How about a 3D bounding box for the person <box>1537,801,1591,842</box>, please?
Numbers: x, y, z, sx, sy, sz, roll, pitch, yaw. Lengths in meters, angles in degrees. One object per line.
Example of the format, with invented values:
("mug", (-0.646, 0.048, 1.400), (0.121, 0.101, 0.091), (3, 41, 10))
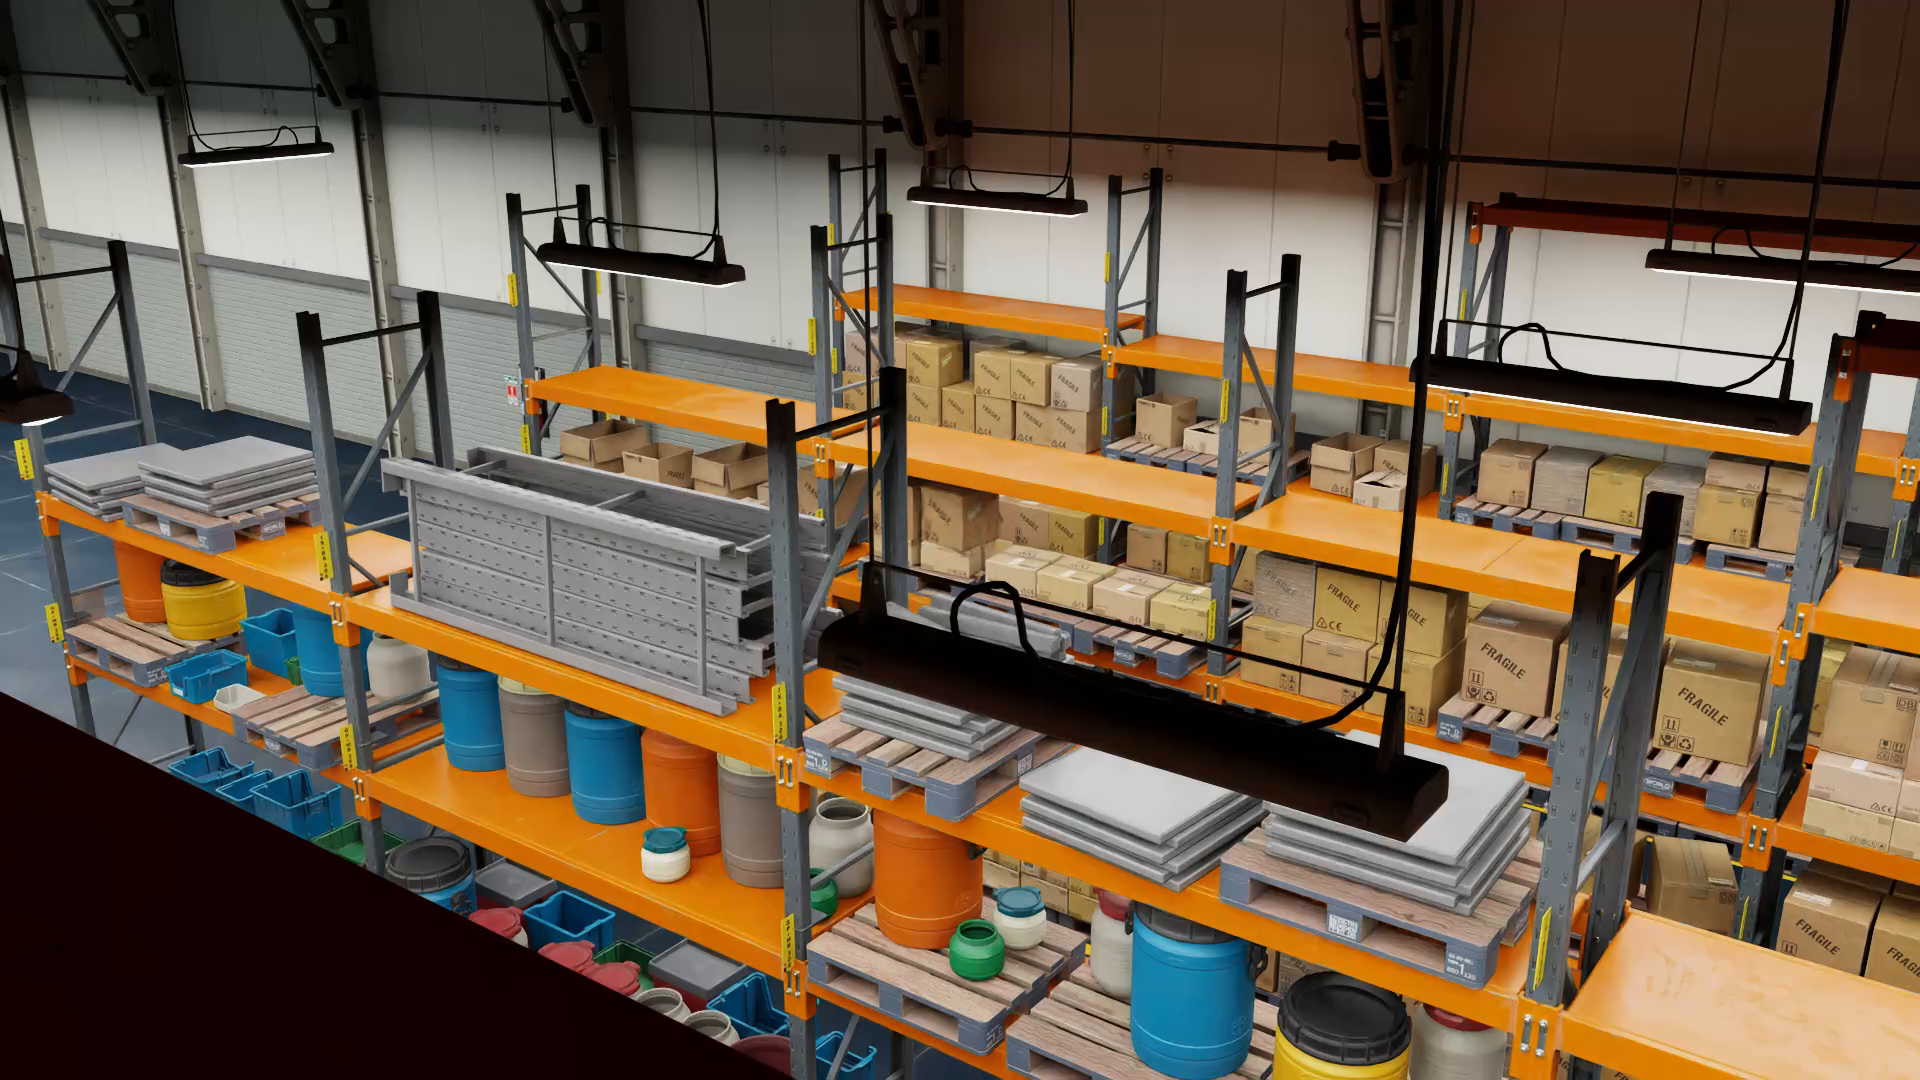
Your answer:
("person", (5.556, 2.475, 15.086), (1.049, 1.625, 0.491), (13, 22, 33))
